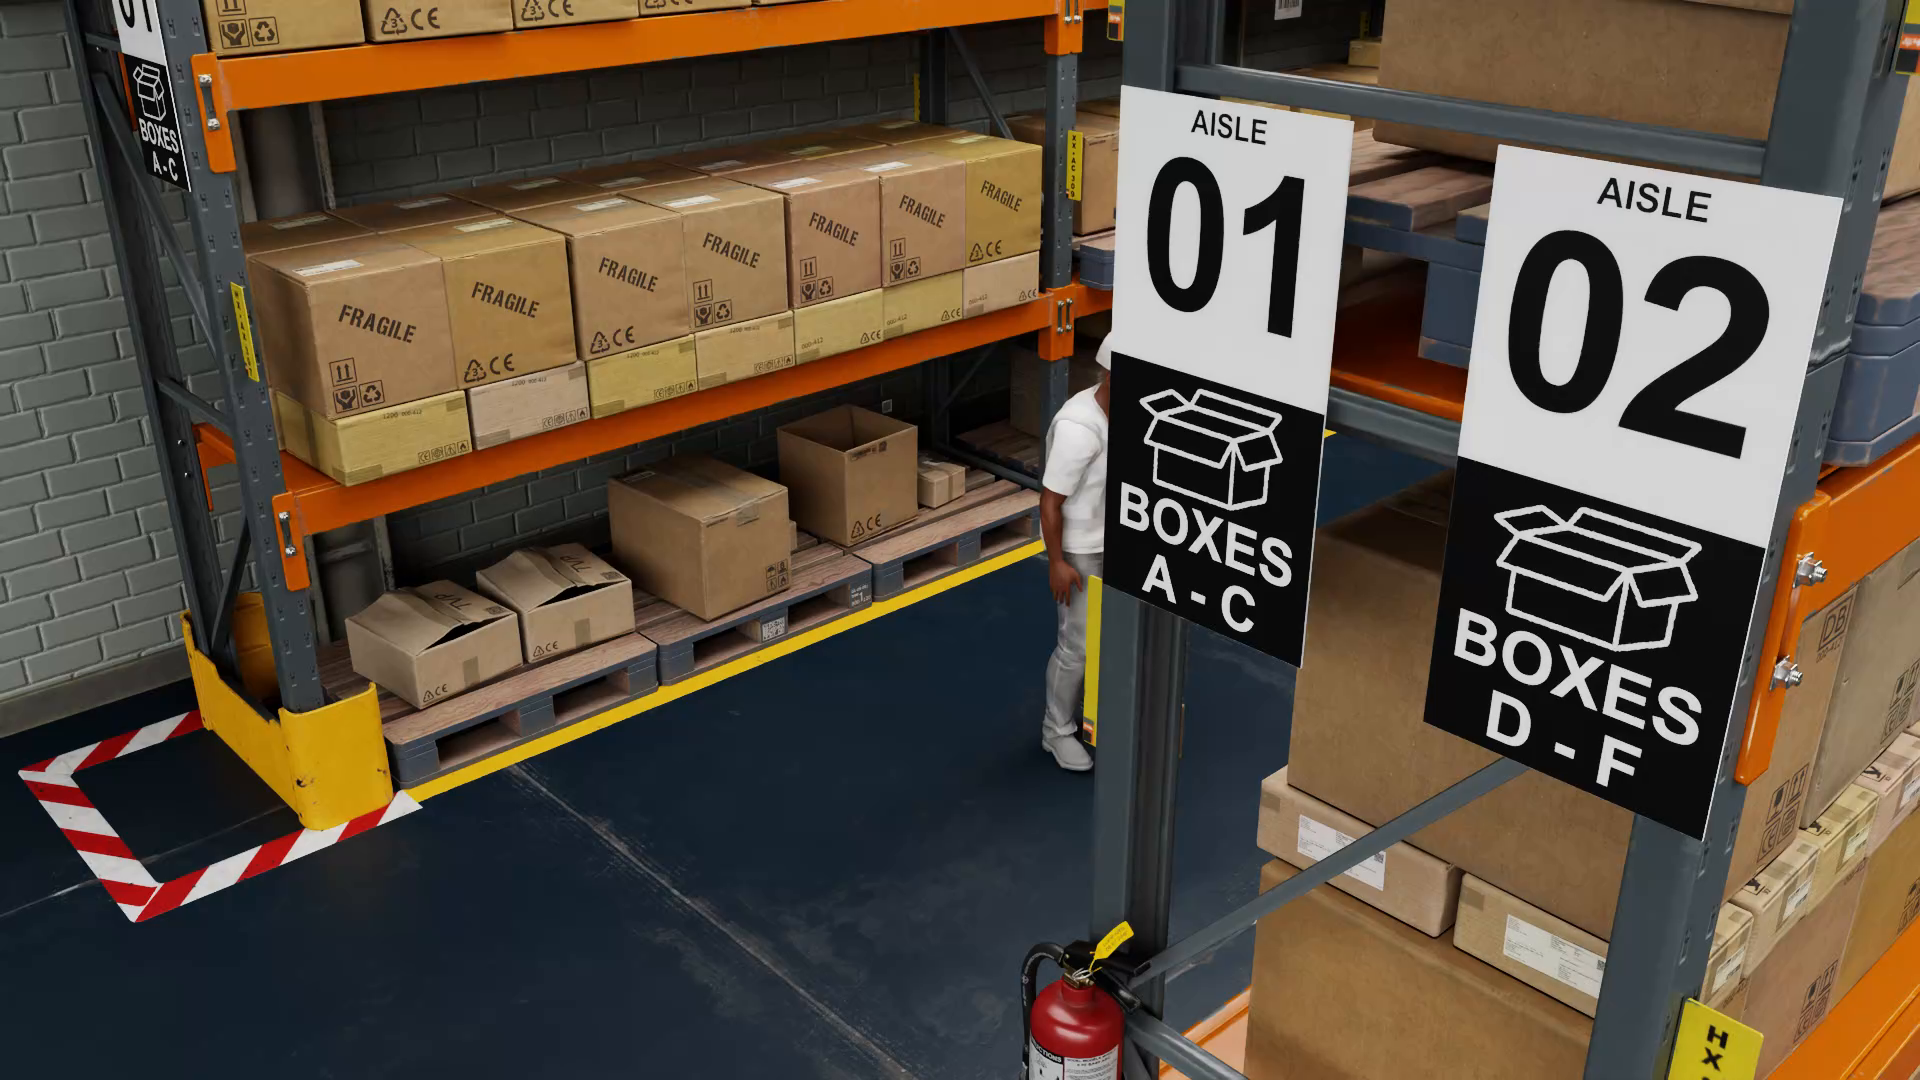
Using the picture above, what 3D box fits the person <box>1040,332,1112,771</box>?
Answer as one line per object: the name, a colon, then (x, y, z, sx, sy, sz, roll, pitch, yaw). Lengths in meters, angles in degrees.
person: (0.562, 0.016, 6.548, 0.460, 1.759, 0.629, 21, 32, 39)
